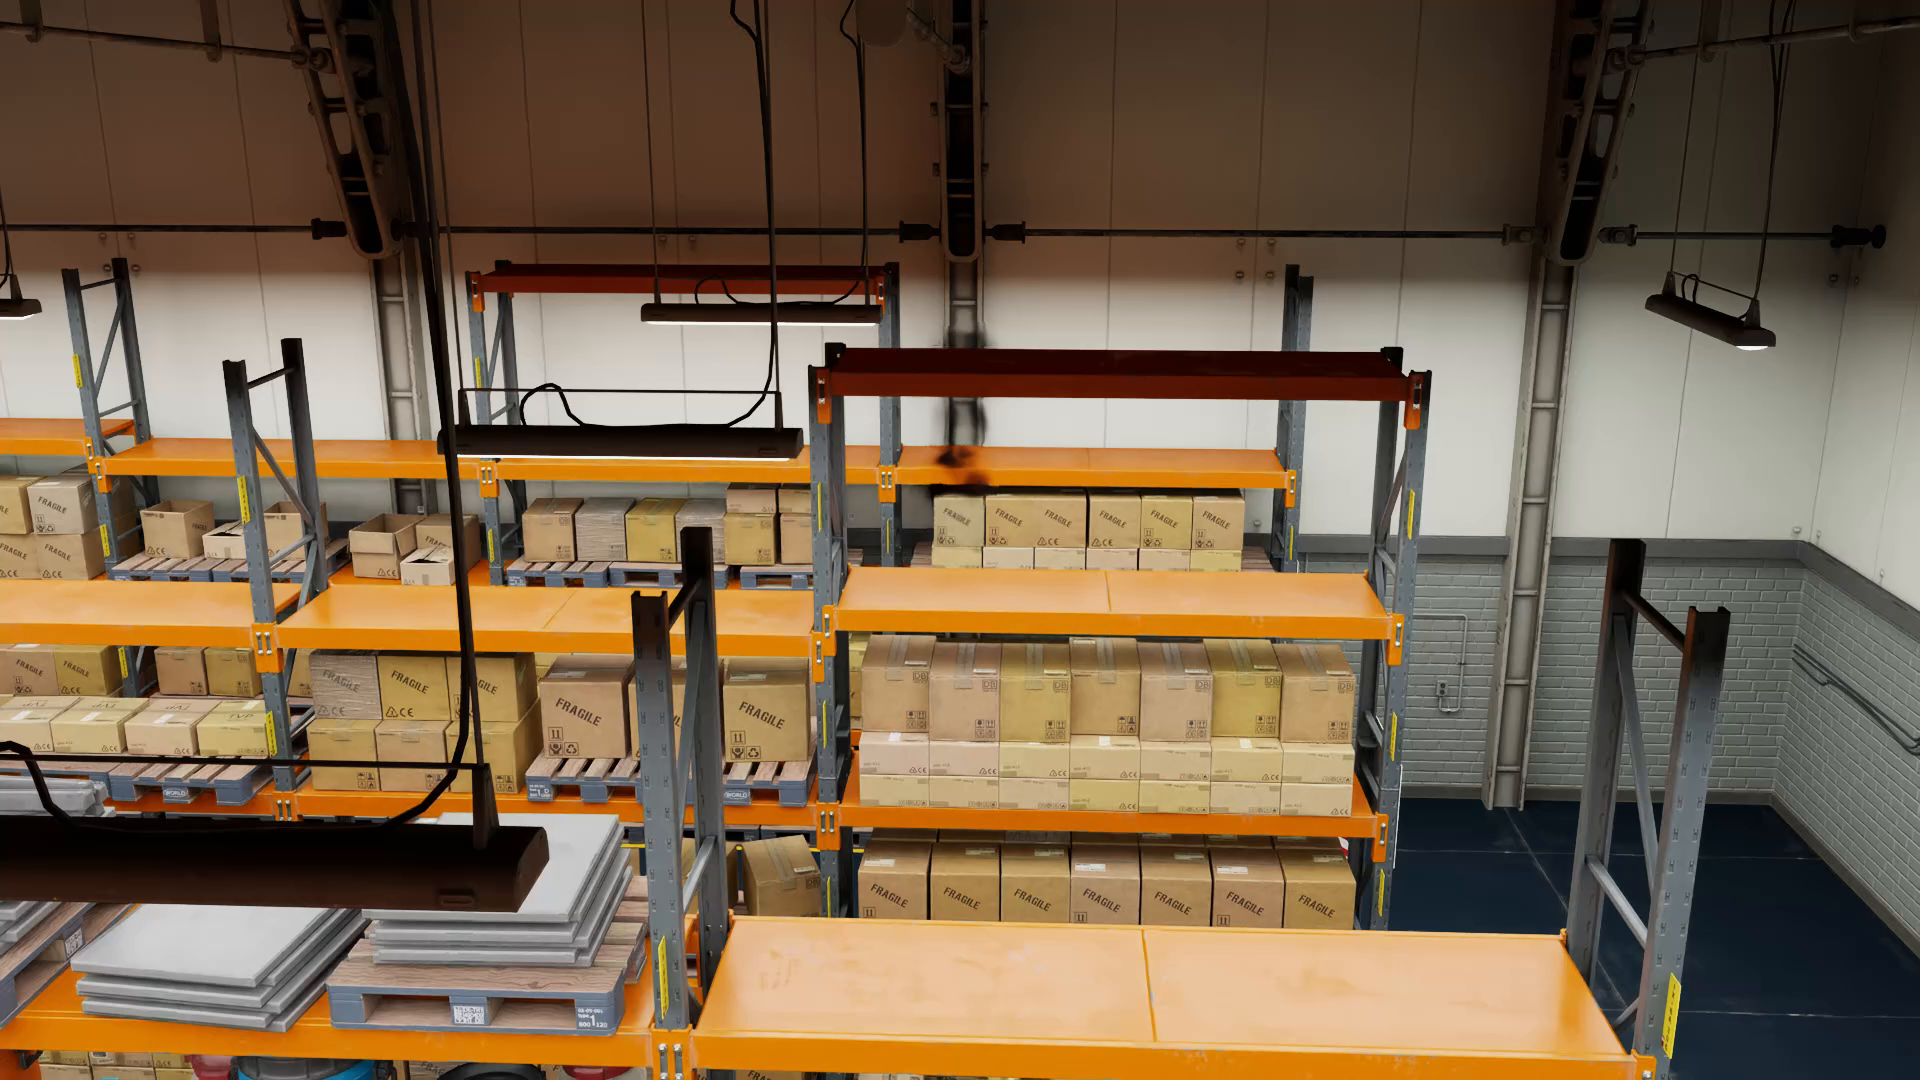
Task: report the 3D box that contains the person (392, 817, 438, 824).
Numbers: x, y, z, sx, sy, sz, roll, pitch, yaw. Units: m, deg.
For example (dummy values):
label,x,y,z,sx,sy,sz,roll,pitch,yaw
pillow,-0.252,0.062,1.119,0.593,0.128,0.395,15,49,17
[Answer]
label,x,y,z,sx,sy,sz,roll,pitch,yaw
person,-4.688,3.095,14.788,0.924,1.723,0.643,0,16,0
